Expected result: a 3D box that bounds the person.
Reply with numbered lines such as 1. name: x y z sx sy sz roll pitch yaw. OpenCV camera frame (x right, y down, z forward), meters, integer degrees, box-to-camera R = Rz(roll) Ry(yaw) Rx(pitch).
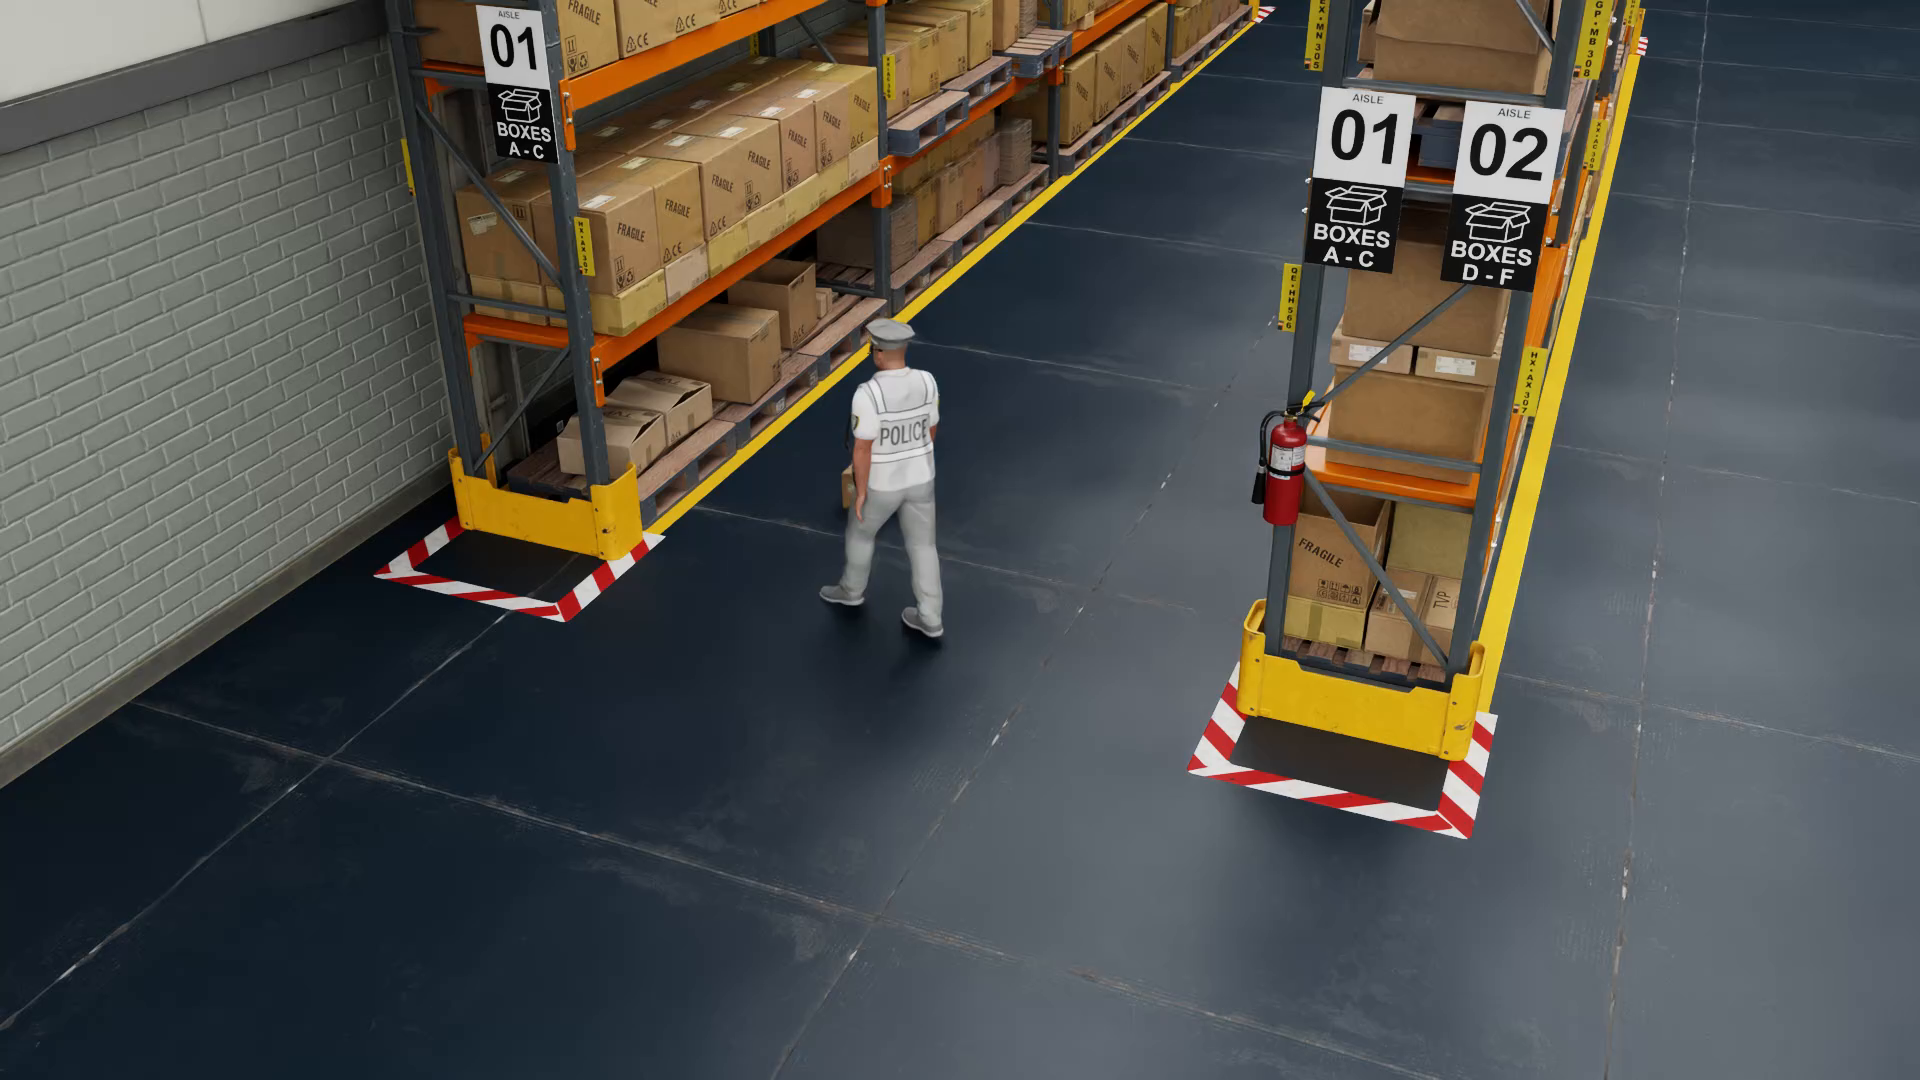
1. person: -0.383 -0.331 9.005 0.581 1.743 0.832 -14 33 -24
